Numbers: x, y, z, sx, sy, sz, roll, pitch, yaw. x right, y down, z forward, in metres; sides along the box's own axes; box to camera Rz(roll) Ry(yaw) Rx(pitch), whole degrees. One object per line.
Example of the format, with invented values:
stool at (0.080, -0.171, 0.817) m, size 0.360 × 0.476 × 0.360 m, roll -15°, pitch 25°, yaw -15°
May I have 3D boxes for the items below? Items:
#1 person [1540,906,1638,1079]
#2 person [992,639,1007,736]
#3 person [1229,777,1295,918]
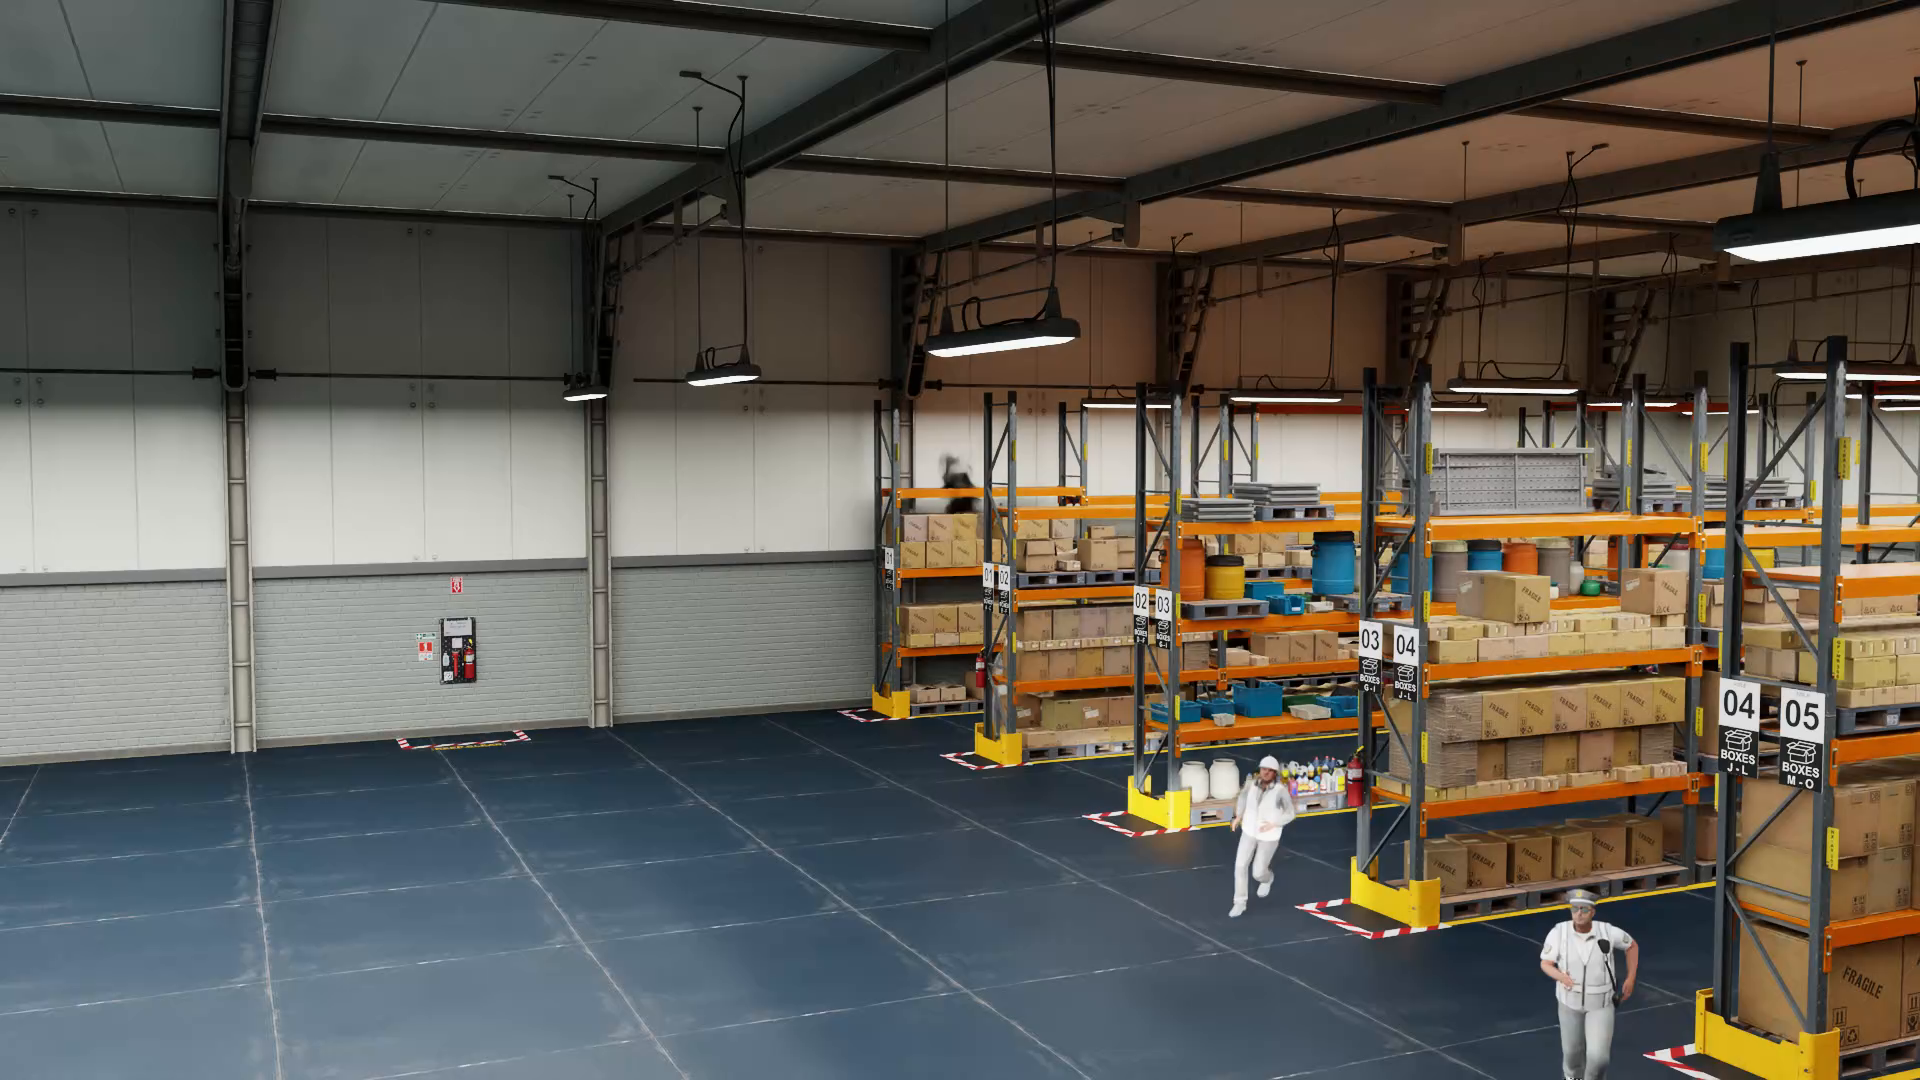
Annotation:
person at (4.793, 3.568, 12.713) m, size 0.674 × 1.740 × 0.879 m, roll 2°, pitch 4°, yaw 27°
person at (0.731, 2.594, 28.867) m, size 0.837 × 1.821 × 0.682 m, roll -2°, pitch 4°, yaw -35°
person at (3.349, 3.355, 18.320) m, size 0.706 × 1.537 × 0.826 m, roll 2°, pitch 4°, yaw 33°
